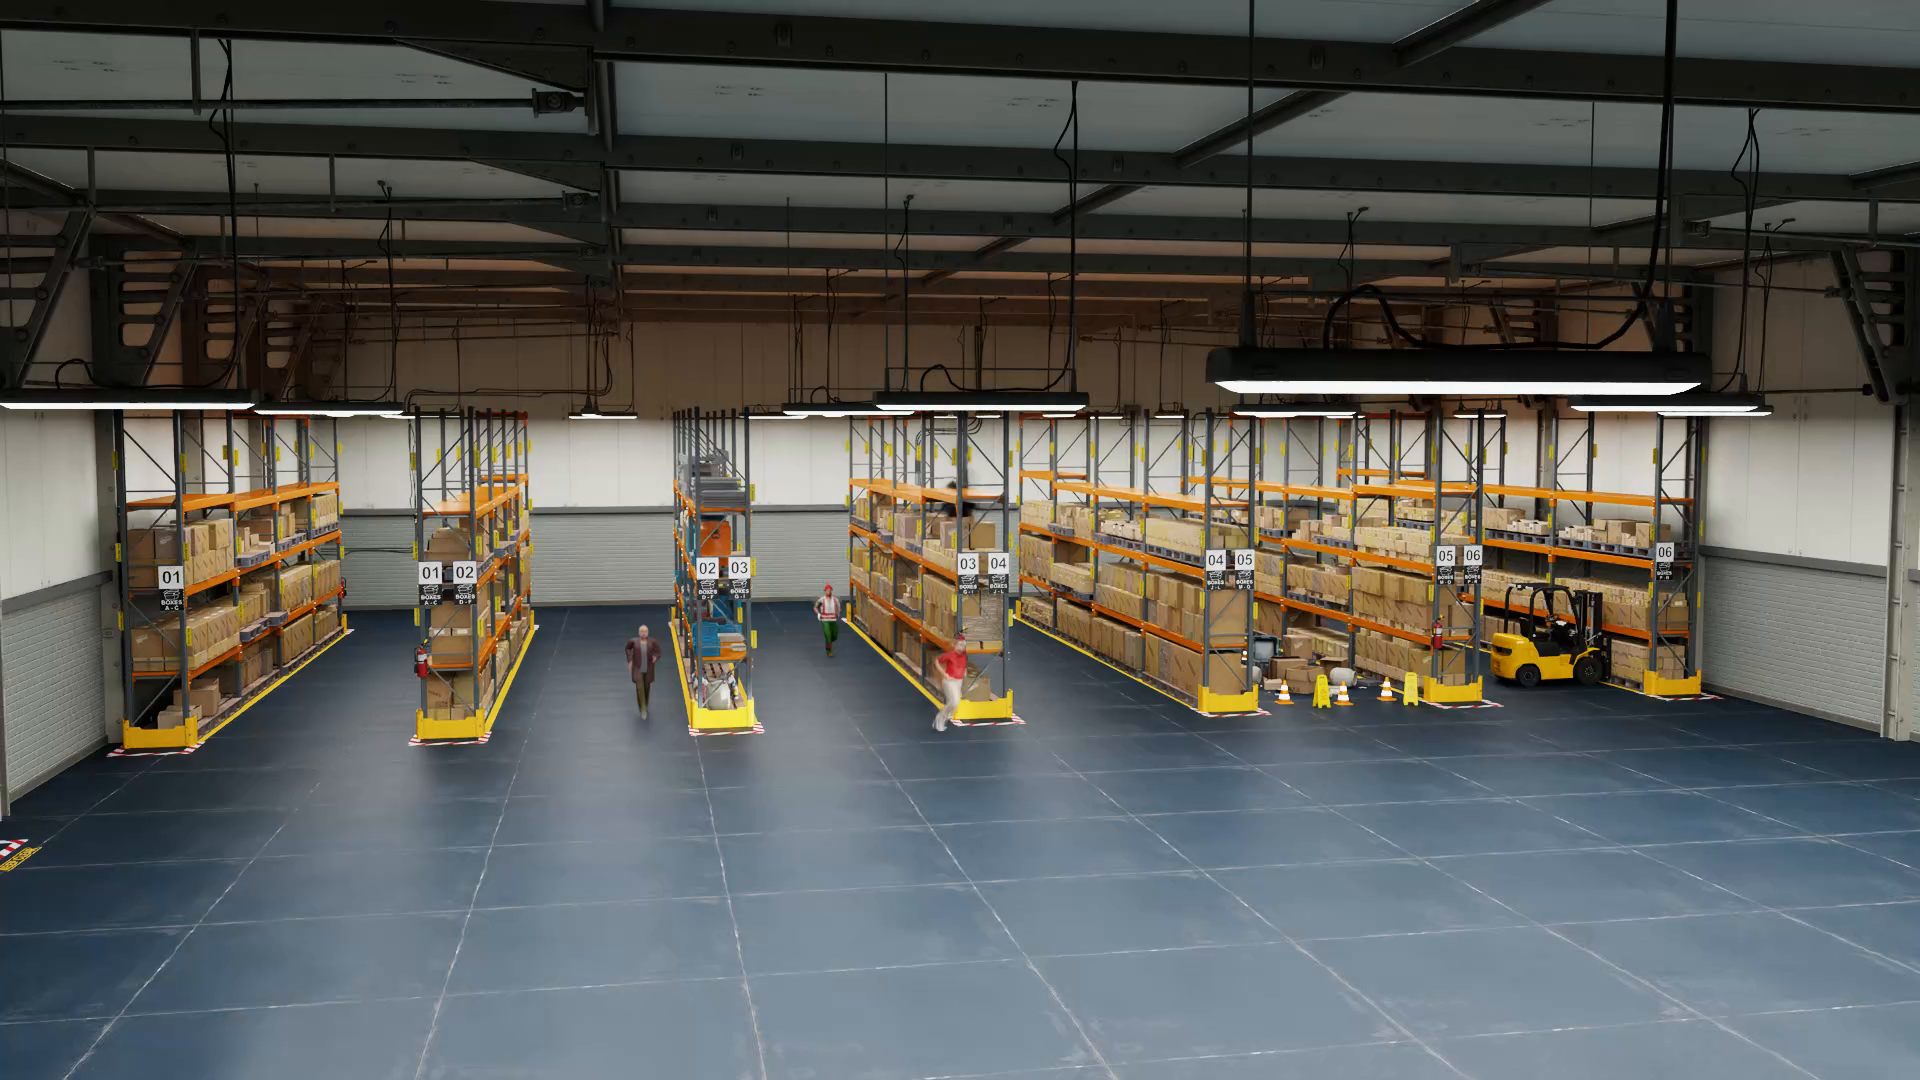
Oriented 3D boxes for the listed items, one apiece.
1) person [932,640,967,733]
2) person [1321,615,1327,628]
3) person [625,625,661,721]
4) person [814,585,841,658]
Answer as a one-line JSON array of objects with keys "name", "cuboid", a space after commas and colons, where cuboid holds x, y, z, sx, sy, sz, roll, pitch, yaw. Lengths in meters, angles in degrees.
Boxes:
[{"name": "person", "cuboid": [-0.146, 2.705, 30.846, 0.633, 1.690, 0.740, 3, 5, 37]}, {"name": "person", "cuboid": [9.634, 1.794, 43.935, 0.589, 1.625, 0.618, -1, 4, -11]}, {"name": "person", "cuboid": [-6.151, 2.538, 32.308, 0.662, 1.792, 1.050, -1, 4, -19]}, {"name": "person", "cuboid": [-3.212, 1.970, 40.527, 0.663, 1.748, 0.780, -1, 4, -19]}]
